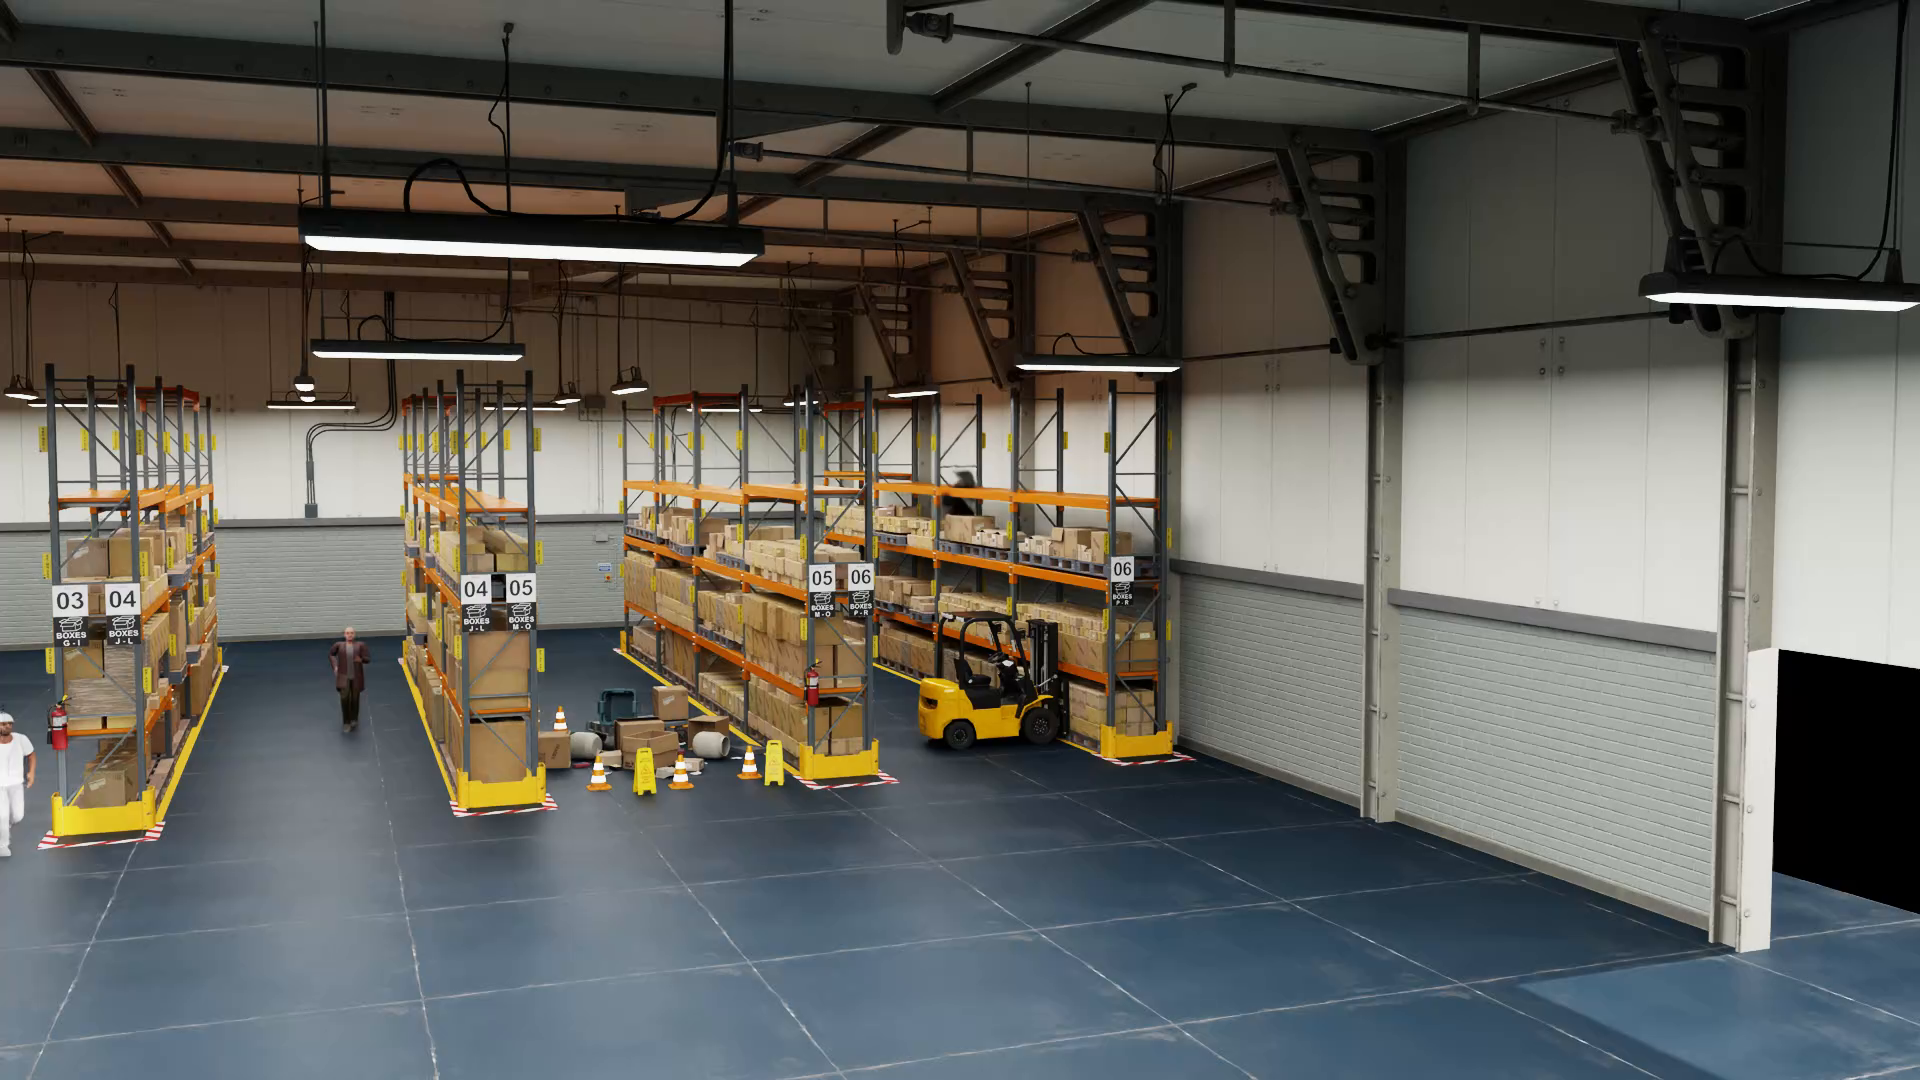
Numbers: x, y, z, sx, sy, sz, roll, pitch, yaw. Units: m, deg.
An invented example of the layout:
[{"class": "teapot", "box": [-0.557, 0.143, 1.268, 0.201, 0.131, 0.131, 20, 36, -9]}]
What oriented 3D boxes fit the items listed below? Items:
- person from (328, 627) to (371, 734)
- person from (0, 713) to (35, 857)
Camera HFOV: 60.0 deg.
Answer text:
[{"class": "person", "box": [-10.565, 2.430, 28.822, 0.682, 1.839, 0.734, -1, 4, -23]}, {"class": "person", "box": [-11.671, 2.959, 20.302, 0.616, 1.728, 0.734, 3, 5, 42]}]
